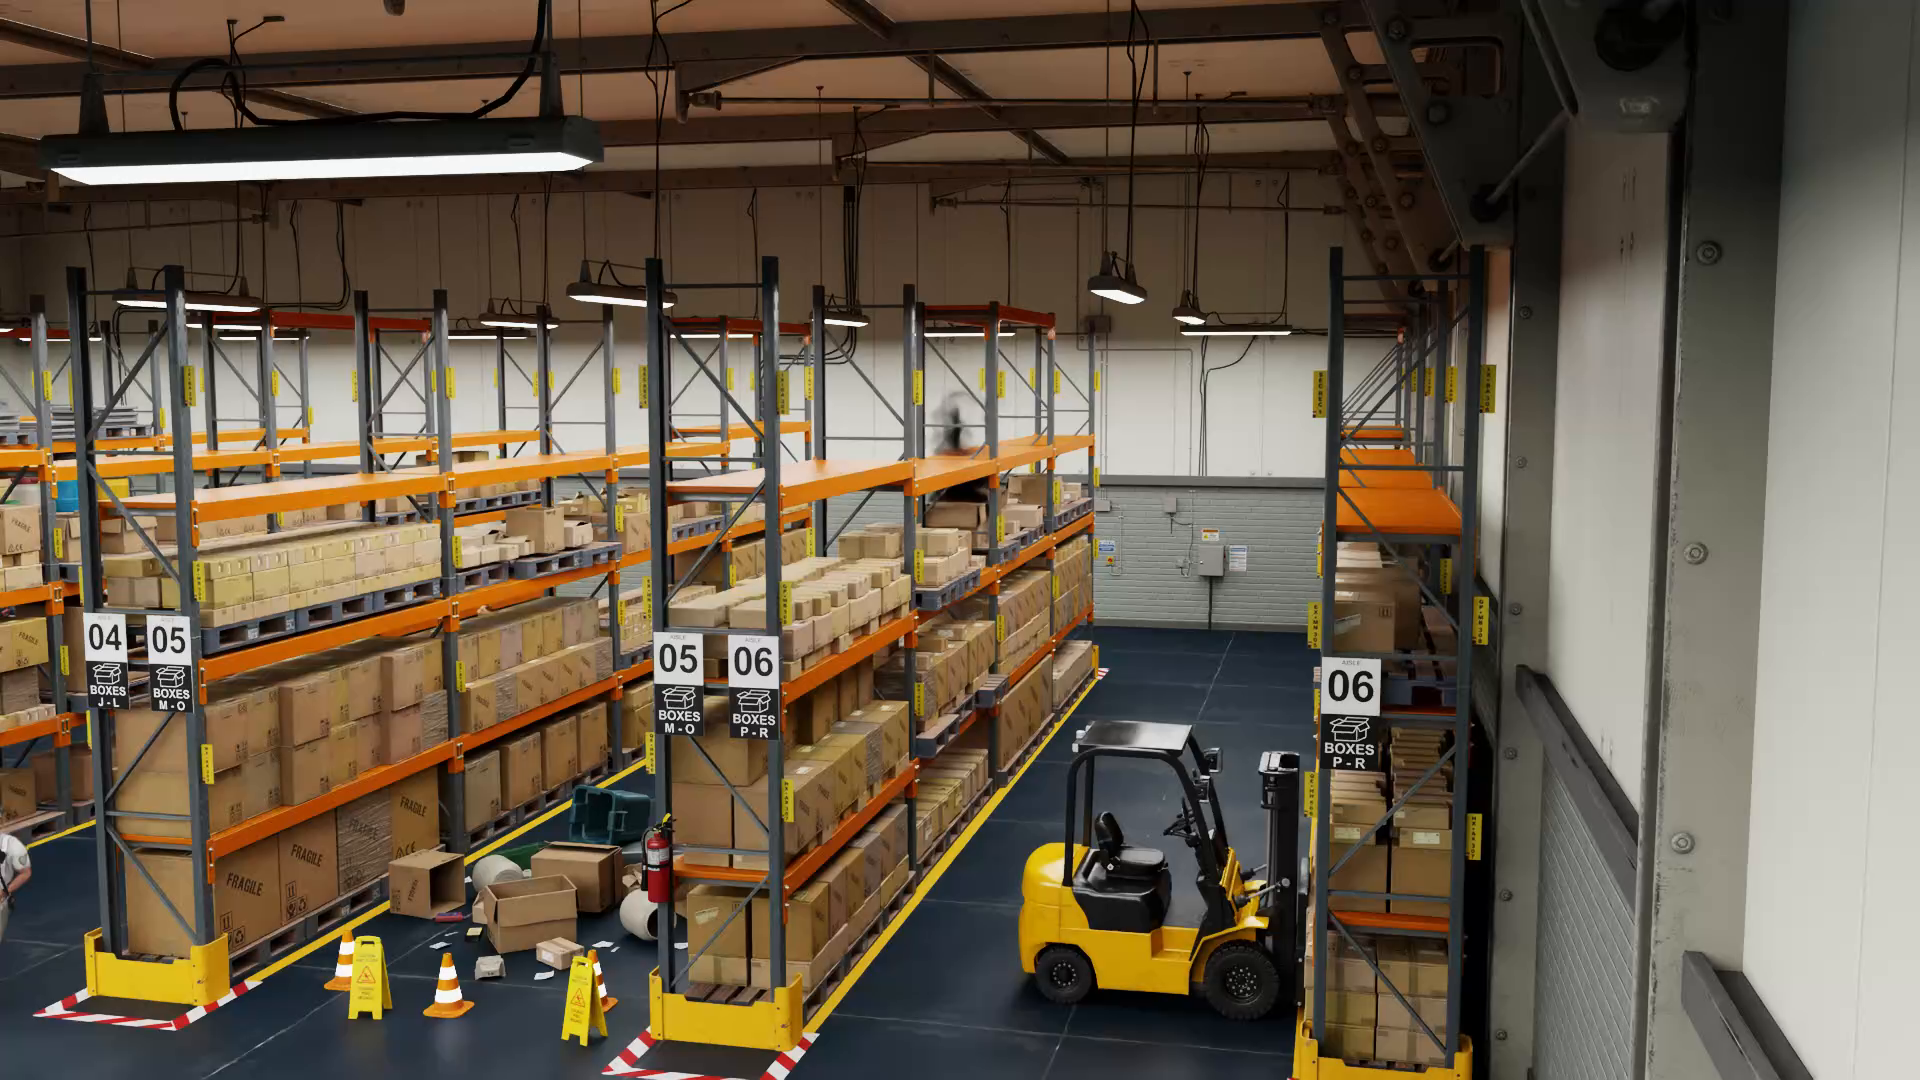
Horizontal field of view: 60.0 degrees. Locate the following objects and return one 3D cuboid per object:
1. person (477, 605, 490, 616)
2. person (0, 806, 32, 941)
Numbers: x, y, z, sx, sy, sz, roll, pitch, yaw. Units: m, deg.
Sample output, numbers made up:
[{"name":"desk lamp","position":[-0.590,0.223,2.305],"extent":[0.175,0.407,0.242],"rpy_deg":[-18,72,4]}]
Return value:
[{"name":"person","position":[-7.207,1.792,25.197],"extent":[0.544,1.708,0.691],"rpy_deg":[1,6,9]},{"name":"person","position":[-7.879,2.960,13.436],"extent":[0.673,1.708,0.577],"rpy_deg":[-2,6,-18]}]
